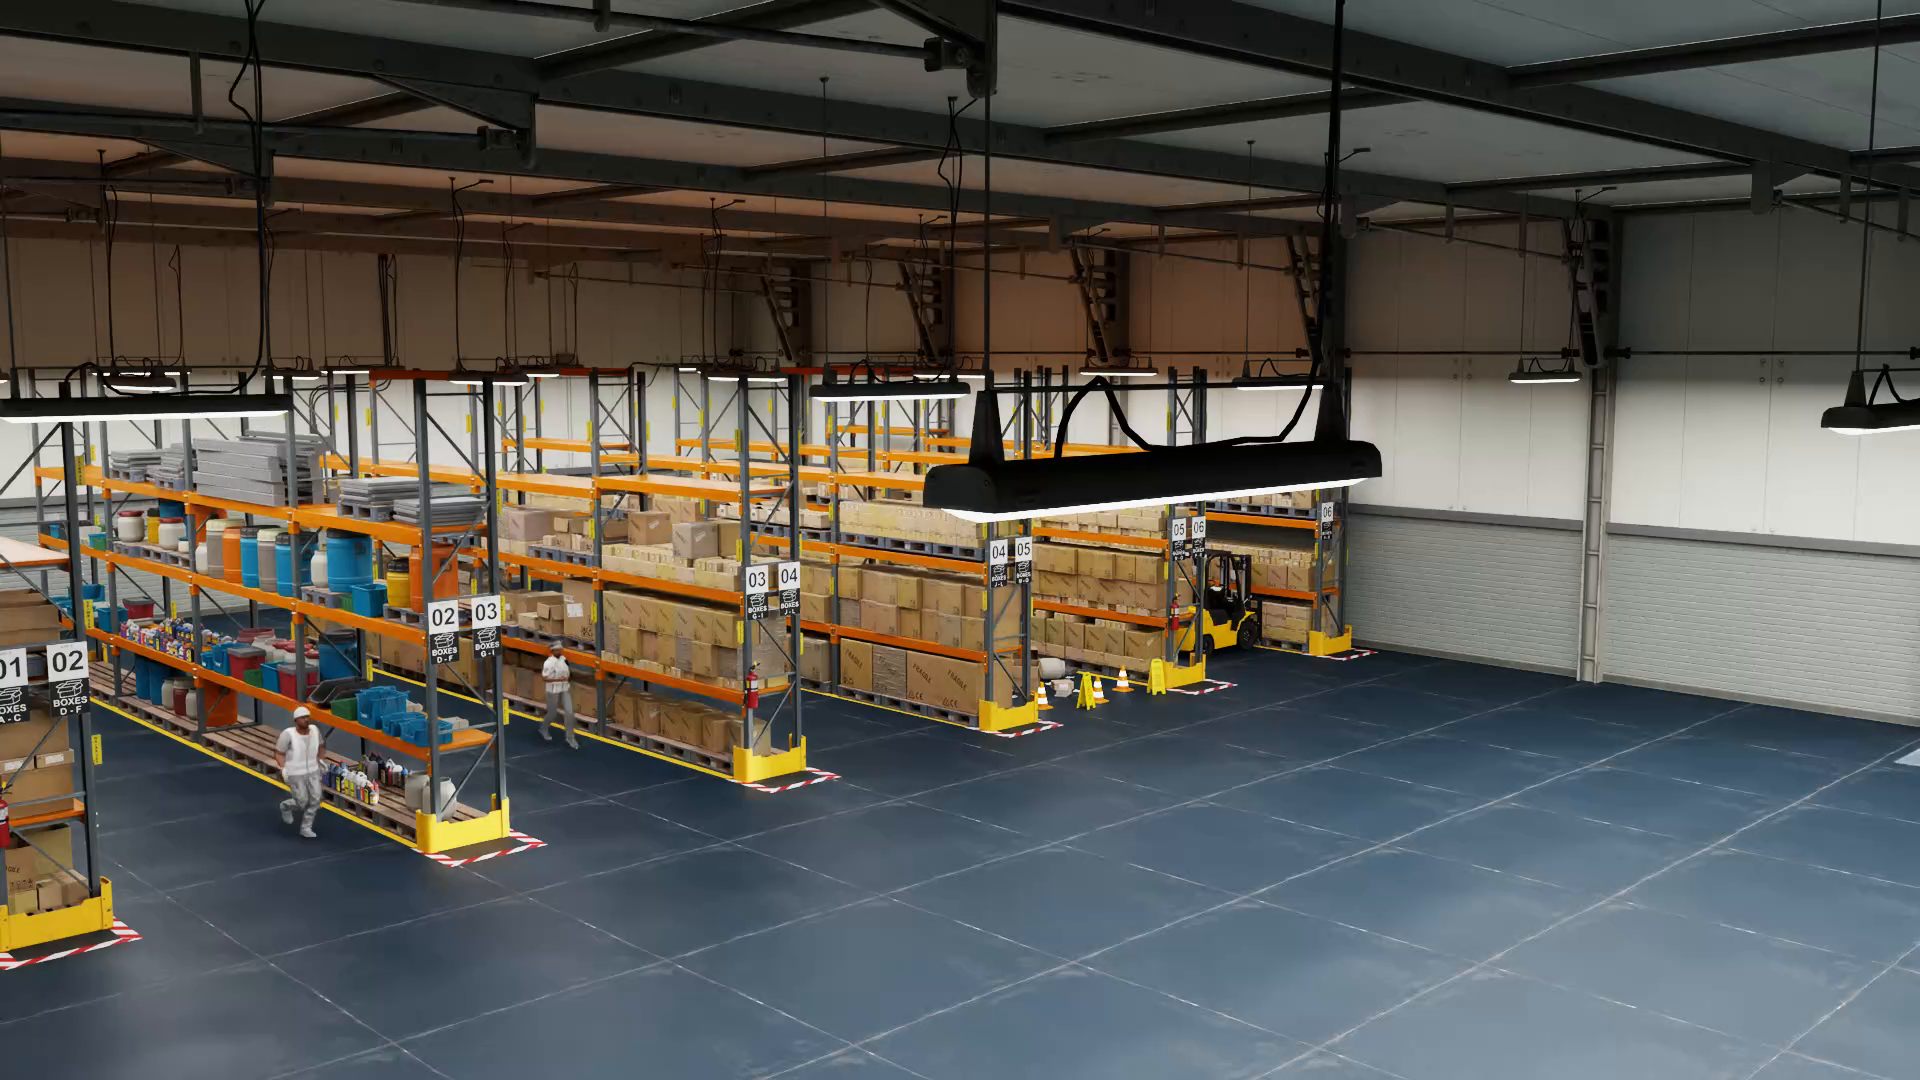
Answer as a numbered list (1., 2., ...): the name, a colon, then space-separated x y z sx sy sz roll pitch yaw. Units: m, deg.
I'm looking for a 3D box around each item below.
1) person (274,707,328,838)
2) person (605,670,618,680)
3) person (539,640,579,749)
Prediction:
1. person: -8.638 3.022 21.785 0.639 1.728 0.668 6 8 41
2. person: -6.673 1.886 31.609 0.705 1.775 0.864 -5 8 -40
3. person: -6.504 2.465 26.807 0.862 1.739 0.570 6 9 41
